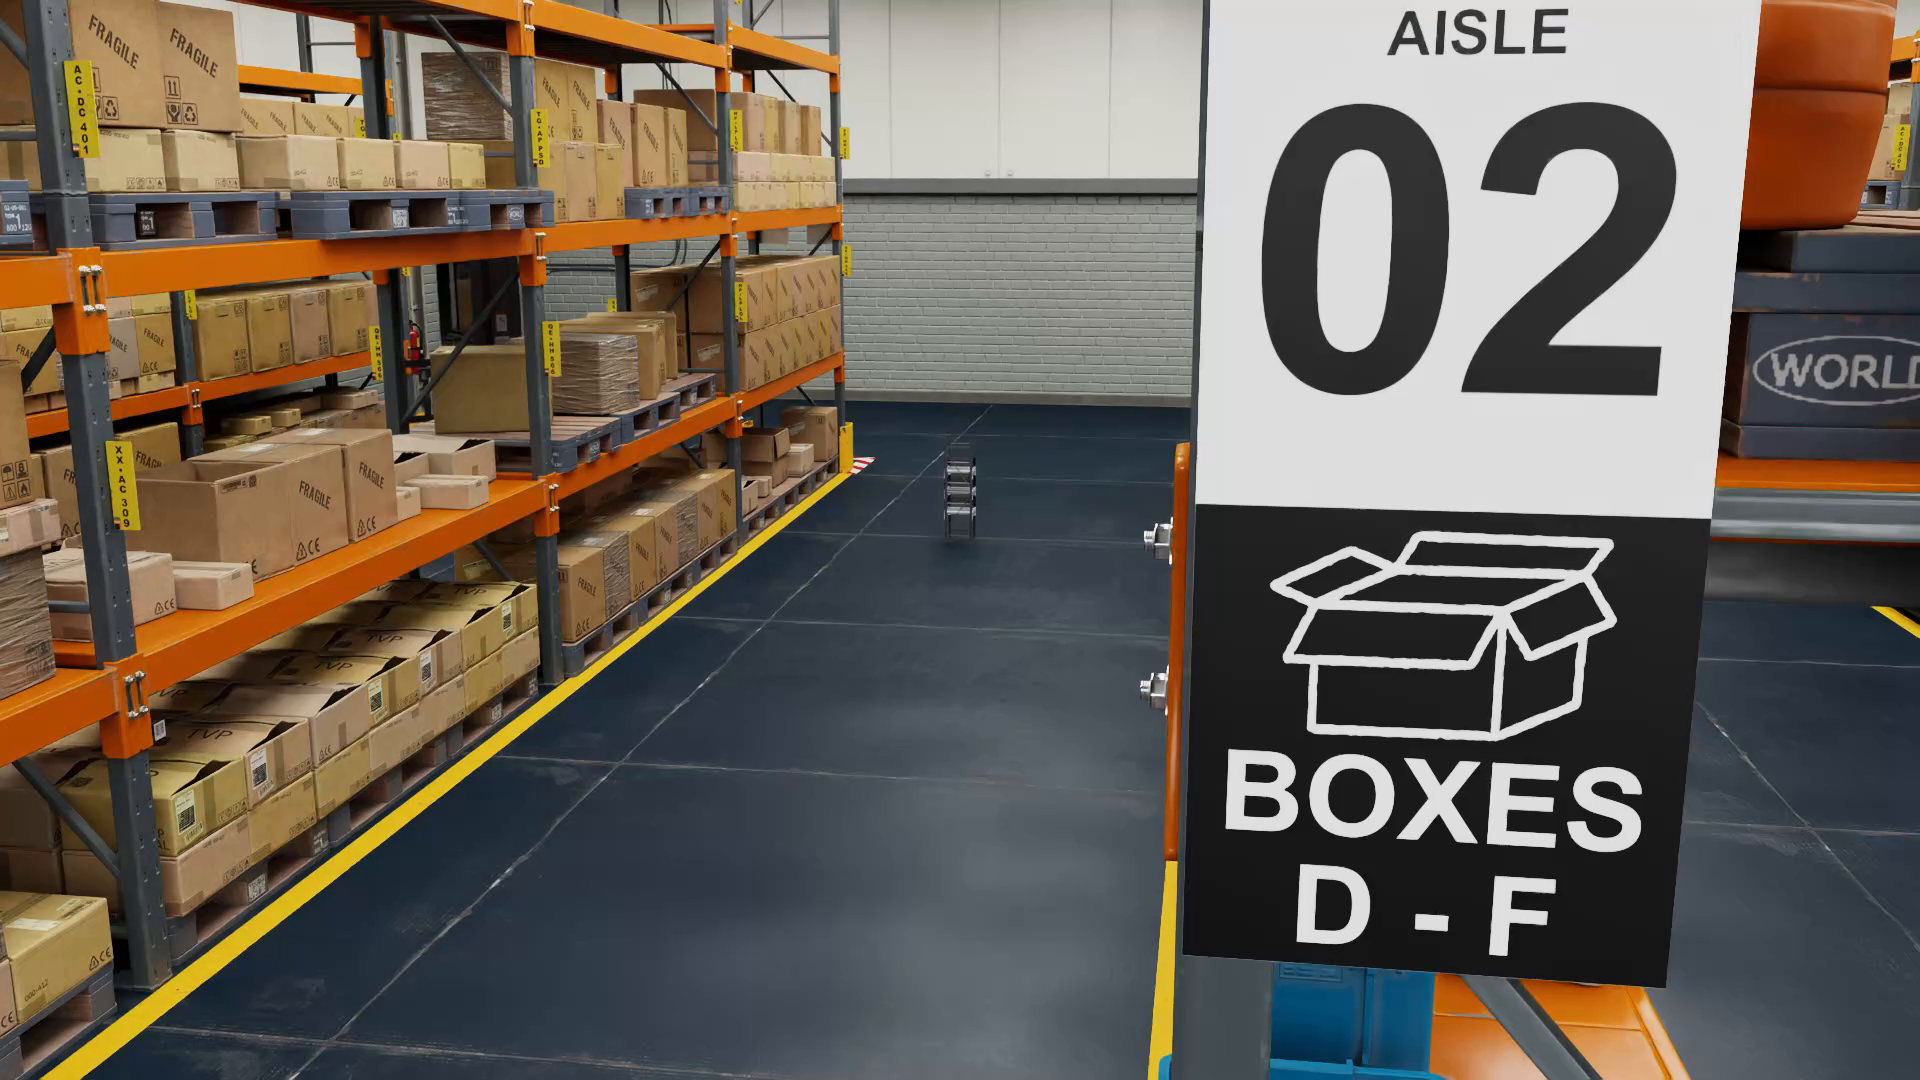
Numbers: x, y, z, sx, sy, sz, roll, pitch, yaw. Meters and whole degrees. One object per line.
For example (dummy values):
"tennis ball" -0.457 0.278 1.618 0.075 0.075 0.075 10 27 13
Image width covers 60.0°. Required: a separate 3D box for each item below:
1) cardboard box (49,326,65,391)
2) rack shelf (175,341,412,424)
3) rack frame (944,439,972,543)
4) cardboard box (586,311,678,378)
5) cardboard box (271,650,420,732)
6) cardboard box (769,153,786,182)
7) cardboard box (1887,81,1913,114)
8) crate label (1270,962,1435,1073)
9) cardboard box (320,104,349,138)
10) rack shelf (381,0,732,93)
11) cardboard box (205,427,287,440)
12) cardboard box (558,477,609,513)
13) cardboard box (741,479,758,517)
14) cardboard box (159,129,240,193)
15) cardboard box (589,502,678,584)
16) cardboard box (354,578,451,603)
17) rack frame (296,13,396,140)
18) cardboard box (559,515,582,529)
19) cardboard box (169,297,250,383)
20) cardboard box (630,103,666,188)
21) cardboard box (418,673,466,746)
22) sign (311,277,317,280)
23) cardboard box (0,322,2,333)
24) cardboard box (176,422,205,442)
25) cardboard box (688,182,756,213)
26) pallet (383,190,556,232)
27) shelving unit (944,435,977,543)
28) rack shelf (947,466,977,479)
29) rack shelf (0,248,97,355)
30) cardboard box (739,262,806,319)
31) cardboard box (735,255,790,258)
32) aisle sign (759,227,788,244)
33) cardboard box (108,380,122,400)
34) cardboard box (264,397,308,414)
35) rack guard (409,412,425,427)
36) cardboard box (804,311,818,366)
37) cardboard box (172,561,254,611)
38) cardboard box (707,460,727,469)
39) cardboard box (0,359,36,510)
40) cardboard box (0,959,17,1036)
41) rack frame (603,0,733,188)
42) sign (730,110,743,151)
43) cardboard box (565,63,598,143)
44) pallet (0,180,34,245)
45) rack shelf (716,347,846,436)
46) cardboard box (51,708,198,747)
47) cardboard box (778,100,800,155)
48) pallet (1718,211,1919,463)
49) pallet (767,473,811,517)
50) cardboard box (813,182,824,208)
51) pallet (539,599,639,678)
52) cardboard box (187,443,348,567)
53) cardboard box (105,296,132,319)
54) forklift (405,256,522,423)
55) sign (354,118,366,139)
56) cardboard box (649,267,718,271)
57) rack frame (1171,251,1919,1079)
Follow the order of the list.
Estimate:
"cardboard box" -7.231 -1.466 13.185 0.500 0.500 0.500 2 12 9
"rack shelf" -6.947 -1.642 16.699 1.077 0.370 4.000 2 12 9
"rack frame" -0.014 -0.420 14.308 0.240 0.900 0.006 2 12 9
"cardboard box" -2.653 -1.580 13.472 0.700 0.500 0.500 -2 12 -10
"cardboard box" -3.045 0.715 8.256 0.500 0.311 0.500 2 12 10
"cardboard box" -1.875 -3.356 14.994 0.500 0.250 0.500 2 12 9
"cardboard box" 7.580 -3.427 12.904 0.500 0.250 0.500 1 12 5
"crate label" 0.705 0.833 3.426 0.502 0.435 0.616 2 12 9
"cardboard box" -6.570 -4.159 16.891 0.500 0.500 0.500 2 12 10
"rack shelf" -2.667 -3.387 11.504 1.077 0.370 4.000 2 12 9
"cardboard box" -6.958 -0.817 16.102 0.700 0.500 0.500 2 12 8
"cardboard box" -2.905 -0.372 12.207 0.500 0.250 0.500 2 12 8
"cardboard box" -2.081 -0.398 14.560 0.500 0.311 0.500 2 12 9
"cardboard box" -3.404 -1.593 7.003 0.500 0.250 0.500 1 12 3
"cardboard box" -2.390 0.014 12.195 0.500 0.500 0.500 1 12 7
"cardboard box" -3.345 0.379 9.811 0.500 0.311 0.500 2 12 11
"rack frame" -6.639 -5.342 17.923 1.000 3.000 0.127 2 12 9
"cardboard box" -2.983 0.112 11.742 0.500 0.500 0.500 1 12 7
"cardboard box" -7.155 -1.836 15.181 0.980 0.700 0.700 2 12 10
"cardboard box" -2.590 -2.944 12.445 0.600 0.600 0.600 2 12 8
"cardboard box" -2.970 0.884 8.803 0.500 0.250 0.500 2 12 10
"sign" -7.187 -2.891 18.545 0.100 0.325 0.005 2 12 9
"cardboard box" -7.390 -1.617 12.107 0.500 0.250 0.500 2 12 9
"cardboard box" -7.257 -1.006 15.439 0.380 0.149 0.250 2 12 8
"cardboard box" -2.040 -2.904 14.083 0.500 0.250 0.500 2 12 9
"pallet" -2.990 -1.815 9.122 1.213 0.211 1.003 2 12 11
"shelving unit" 0.001 -0.442 14.406 0.258 0.900 0.210 2 12 9
"rack shelf" 0.001 -0.585 14.376 0.258 0.077 0.200 2 12 9
"rack shelf" -3.897 -0.450 4.051 1.077 0.370 4.000 2 12 9
"cardboard box" -1.772 -2.366 15.741 0.500 0.500 0.500 2 12 10
"cardboard box" -2.073 -2.704 17.309 0.500 0.500 0.500 2 12 10
"aisle sign" -2.024 -3.545 17.650 0.394 0.787 0.004 2 12 9
"cardboard box" -7.109 -1.222 13.592 0.380 0.149 0.250 2 12 9
"cardboard box" -6.981 -1.383 17.189 0.380 0.149 0.250 2 12 9
"rack guard" -6.636 -1.193 18.842 1.175 0.500 0.348 2 12 9
"cardboard box" -1.702 -1.985 16.347 0.500 0.500 0.500 2 12 9
"cardboard box" -3.251 0.193 7.075 0.380 0.149 0.250 2 12 9
"cardboard box" -2.437 -0.602 15.505 0.500 0.311 0.500 2 12 9
"cardboard box" -3.652 -0.343 5.646 0.700 0.500 0.500 2 12 9
"cardboard box" -3.532 1.594 5.506 0.500 0.250 0.500 2 12 9
"rack frame" -2.359 -4.350 13.318 1.000 3.000 0.127 2 12 9
"sign" -1.810 -3.312 13.458 0.100 0.325 0.005 2 12 9
"cardboard box" -2.744 -2.892 11.060 0.500 0.500 0.500 2 12 9
"pallet" -3.695 -0.997 5.088 1.003 0.211 1.213 2 12 9
"rack shelf" -2.052 -1.482 15.958 1.077 0.370 4.000 2 12 9
"cardboard box" -3.737 0.911 7.347 0.500 0.311 0.500 2 12 10
"cardboard box" -1.939 -3.938 15.914 0.700 0.500 0.500 2 12 9
"pallet" 0.913 -0.301 2.099 1.003 0.211 1.213 2 12 9
"pallet" -2.067 -0.452 16.089 1.003 0.211 1.213 2 12 9
"cardboard box" -1.650 -3.424 16.497 0.500 0.250 0.500 2 12 9
"pallet" -2.822 0.624 11.096 1.003 0.211 1.213 2 12 9
"cardboard box" -3.297 -0.174 7.944 0.500 0.500 0.500 2 12 9
"cardboard box" -7.162 -1.936 13.586 0.500 0.250 0.500 2 12 10
"forklift" -5.030 -1.821 15.988 3.031 2.935 1.130 -8 14 -33
"sign" -3.510 -2.322 9.800 0.100 0.325 0.005 2 12 9
"cardboard box" -2.461 -2.175 14.857 0.500 0.500 0.500 2 12 8
"rack frame" 0.689 1.242 1.611 1.000 3.000 0.127 2 12 9
